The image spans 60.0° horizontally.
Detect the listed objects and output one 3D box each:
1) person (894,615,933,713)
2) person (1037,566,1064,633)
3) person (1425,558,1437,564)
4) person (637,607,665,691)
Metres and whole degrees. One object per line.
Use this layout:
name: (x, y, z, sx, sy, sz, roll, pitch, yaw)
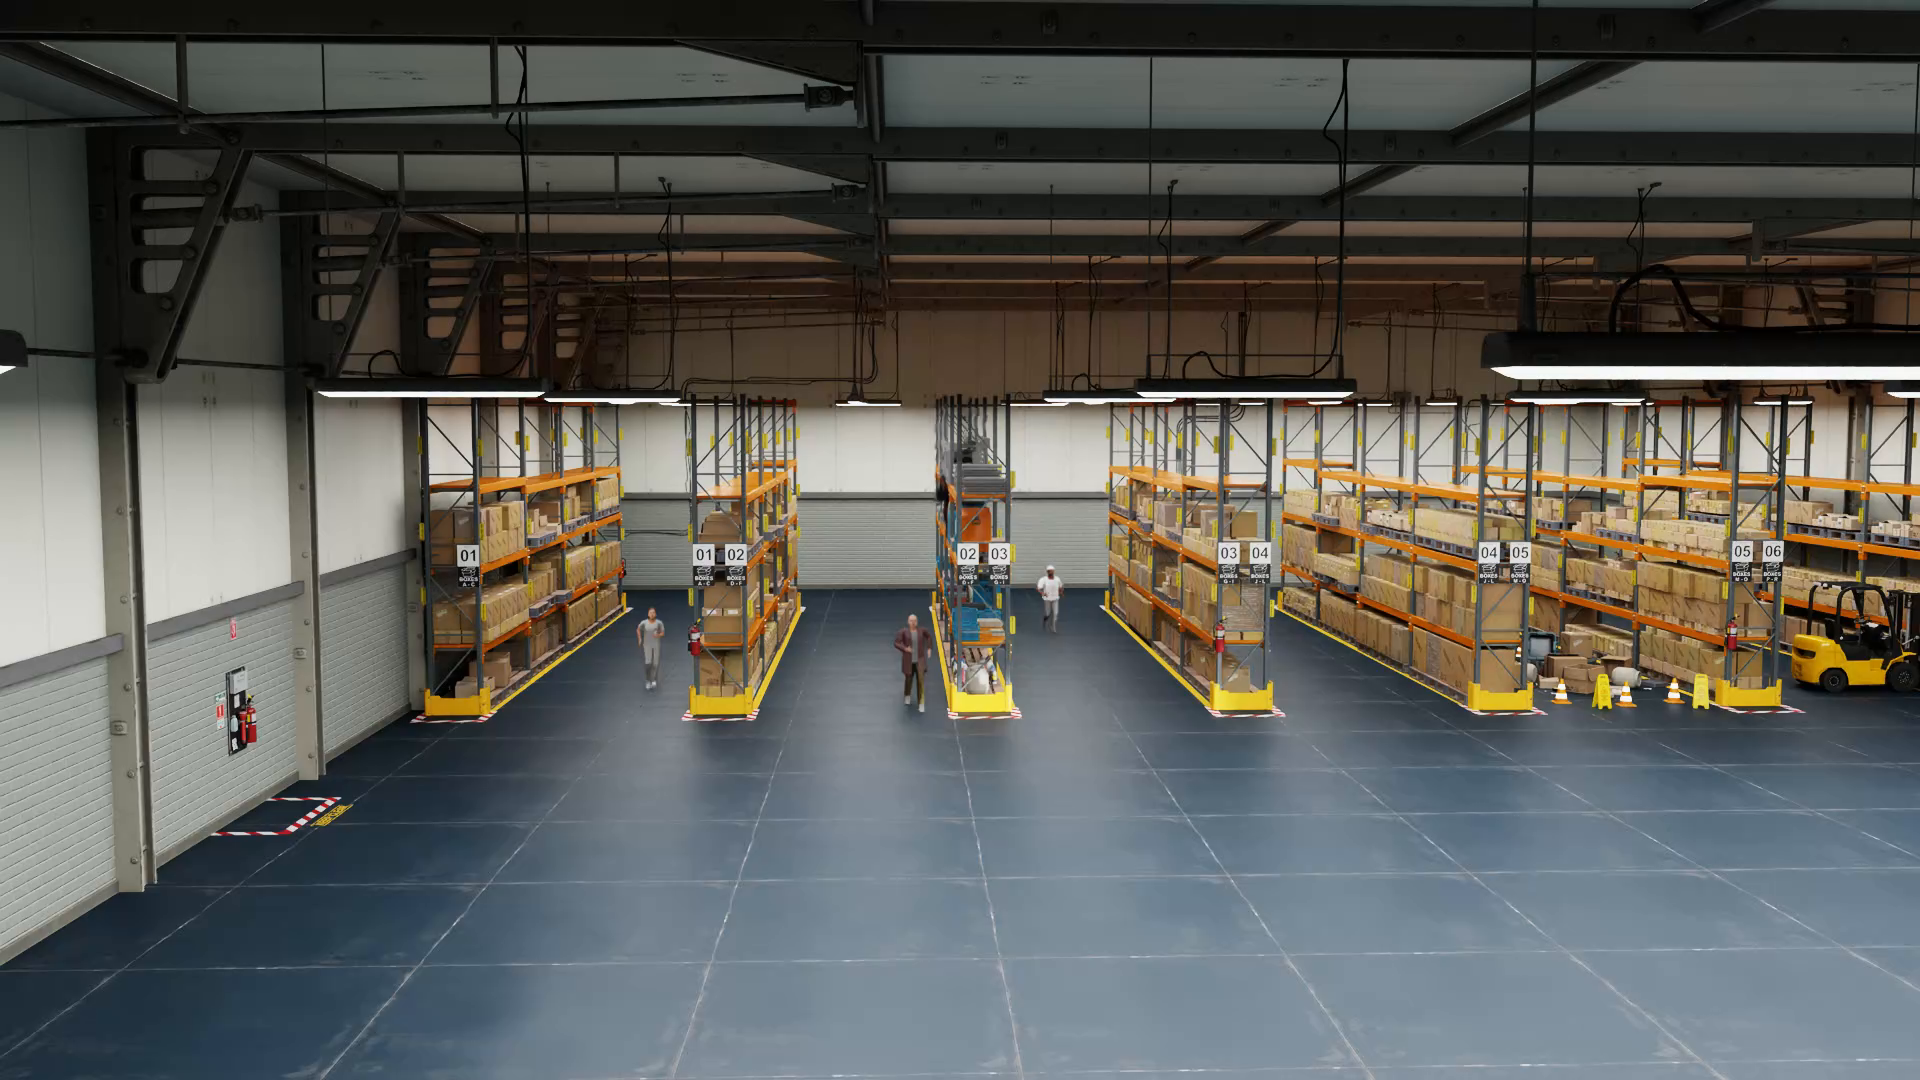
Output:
person: (-0.891, 2.334, 31.774, 0.756, 1.836, 0.958, -1, 5, -9)
person: (2.328, 1.514, 42.581, 0.707, 1.723, 0.713, -1, 5, -13)
person: (13.995, 1.025, 49.303, 0.912, 1.643, 0.605, 1, 5, 8)
person: (-6.301, 2.219, 33.965, 0.536, 1.704, 0.717, -1, 5, -16)
